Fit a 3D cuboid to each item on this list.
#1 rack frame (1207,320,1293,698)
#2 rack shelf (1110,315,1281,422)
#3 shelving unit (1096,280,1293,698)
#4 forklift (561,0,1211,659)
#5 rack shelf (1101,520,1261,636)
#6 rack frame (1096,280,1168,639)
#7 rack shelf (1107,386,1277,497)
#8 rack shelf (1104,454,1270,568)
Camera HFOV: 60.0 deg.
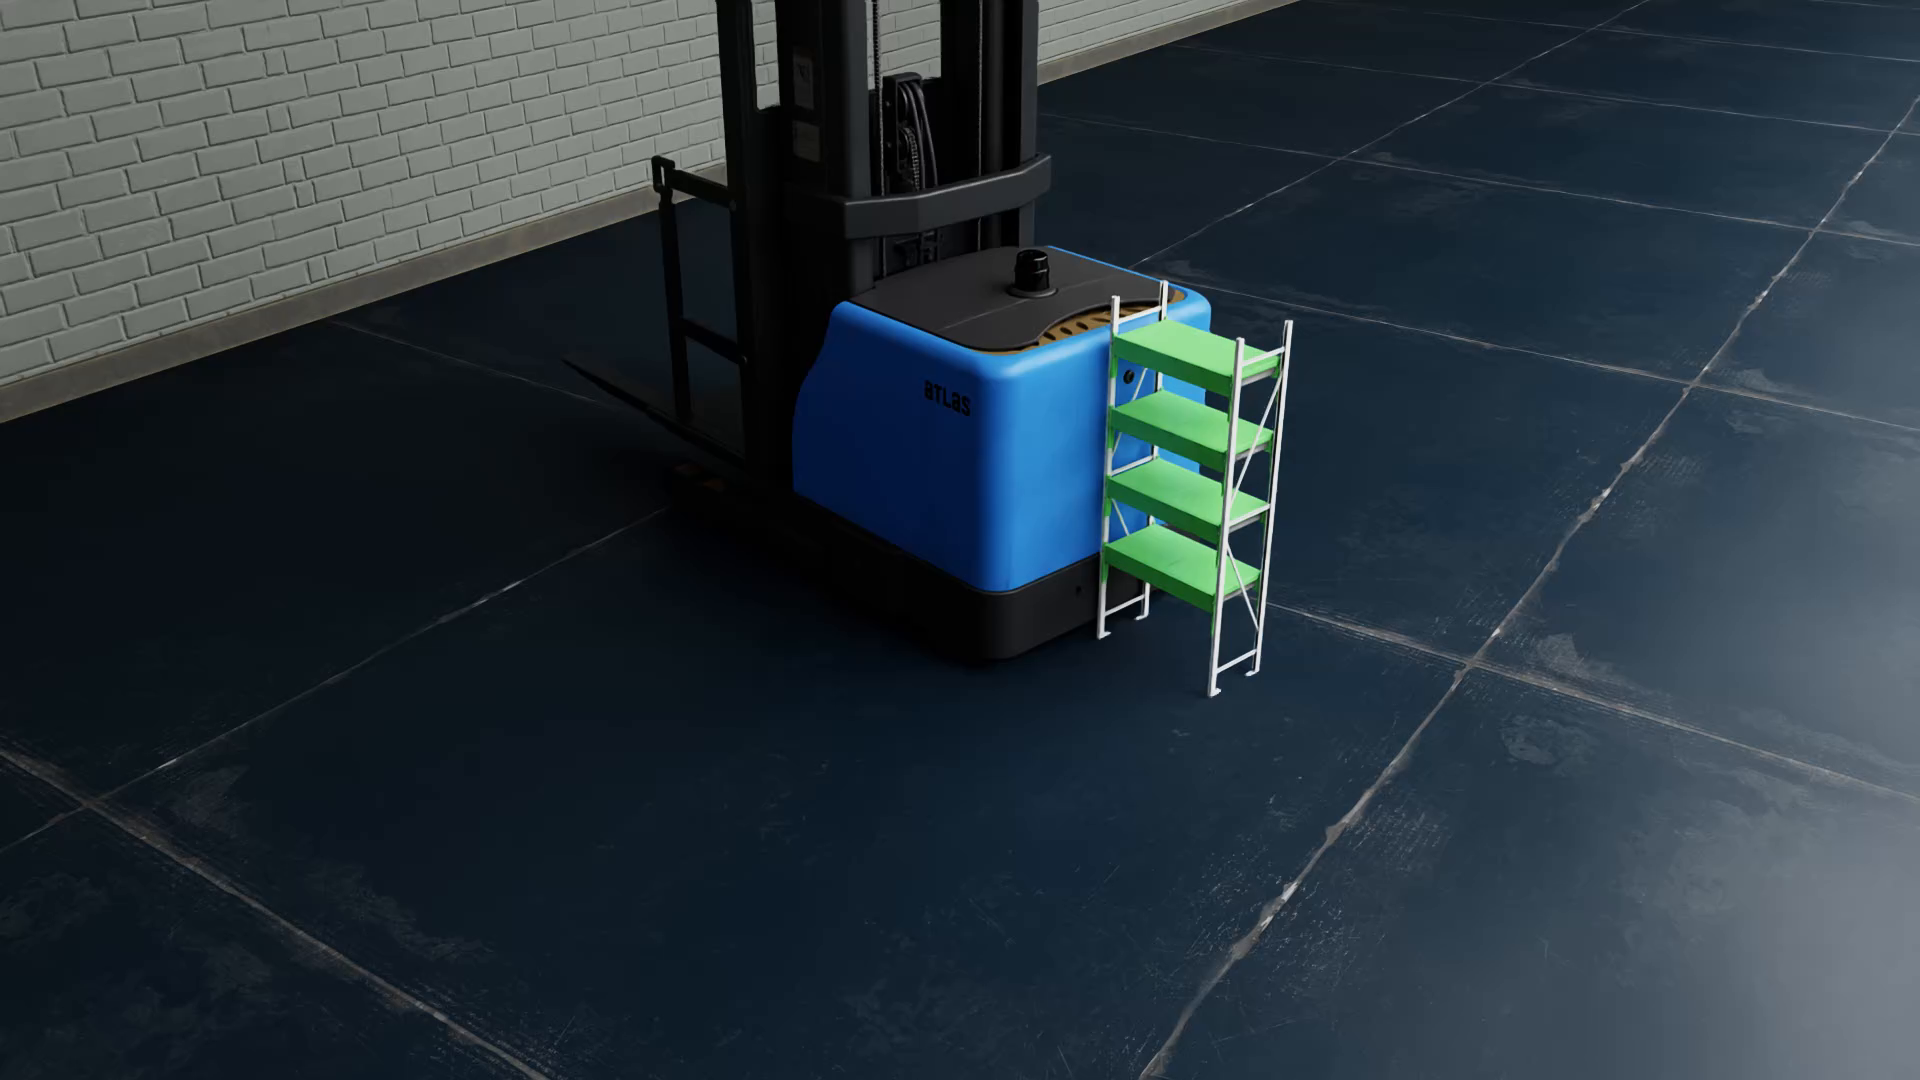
[{"bbox_3d":[0.879,-0.073,5.070,0.240,1.200,0.015,-22,34,-36],"label":"rack frame"},{"bbox_3d":[0.717,-0.526,5.043,0.258,0.148,0.480,-22,34,-36],"label":"rack shelf"},{"bbox_3d":[0.716,-0.156,5.232,0.258,1.200,0.503,-22,34,-36],"label":"shelving unit"},{"bbox_3d":[-0.510,-1.509,5.984,1.130,2.935,3.031,-22,34,-36],"label":"forklift"},{"bbox_3d":[0.716,0.115,5.370,0.258,0.148,0.480,-22,34,-36],"label":"rack shelf"},{"bbox_3d":[0.554,-0.239,5.394,0.240,1.200,0.015,-22,34,-36],"label":"rack frame"},{"bbox_3d":[0.717,-0.313,5.152,0.258,0.148,0.480,-22,34,-36],"label":"rack shelf"},{"bbox_3d":[0.716,-0.099,5.261,0.258,0.148,0.480,-22,34,-36],"label":"rack shelf"}]
